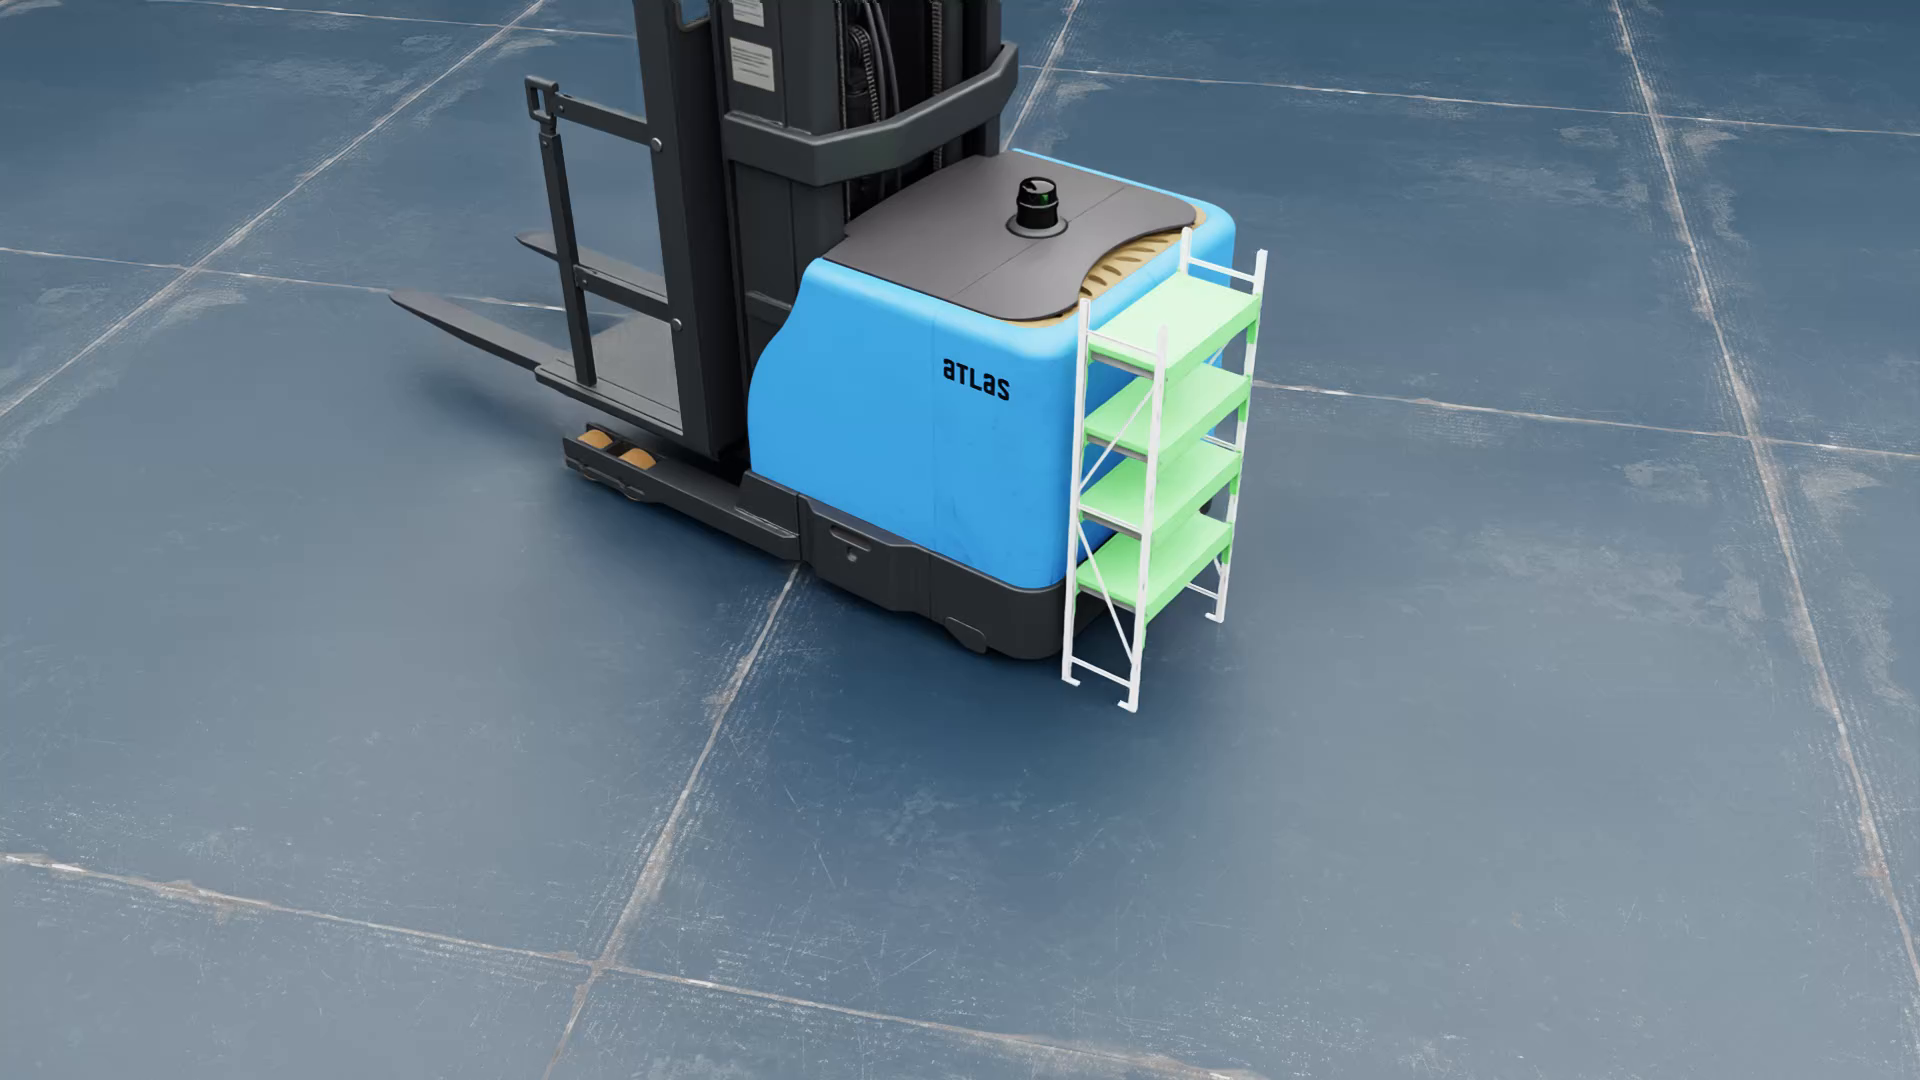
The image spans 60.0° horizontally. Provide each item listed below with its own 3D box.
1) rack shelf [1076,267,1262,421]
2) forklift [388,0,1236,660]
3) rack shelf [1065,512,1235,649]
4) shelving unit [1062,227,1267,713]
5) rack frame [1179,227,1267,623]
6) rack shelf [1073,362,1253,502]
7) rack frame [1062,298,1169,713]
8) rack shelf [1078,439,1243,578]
[{"bbox_3d":[0.534,-0.506,4.216,0.258,0.148,0.480,23,42,29],"label":"rack shelf"},{"bbox_3d":[-0.689,-1.541,4.879,3.031,2.935,1.130,23,42,29],"label":"forklift"},{"bbox_3d":[0.534,0.077,4.639,0.258,0.148,0.480,23,42,29],"label":"rack shelf"},{"bbox_3d":[0.534,-0.169,4.460,0.258,1.200,0.503,23,42,29],"label":"shelving unit"},{"bbox_3d":[0.678,-0.284,4.619,0.240,1.200,0.015,23,42,29],"label":"rack frame"},{"bbox_3d":[0.534,-0.311,4.357,0.258,0.148,0.480,23,42,29],"label":"rack shelf"},{"bbox_3d":[0.389,-0.053,4.301,0.240,1.200,0.015,23,42,29],"label":"rack frame"},{"bbox_3d":[0.534,-0.117,4.498,0.258,0.148,0.480,23,42,29],"label":"rack shelf"}]
